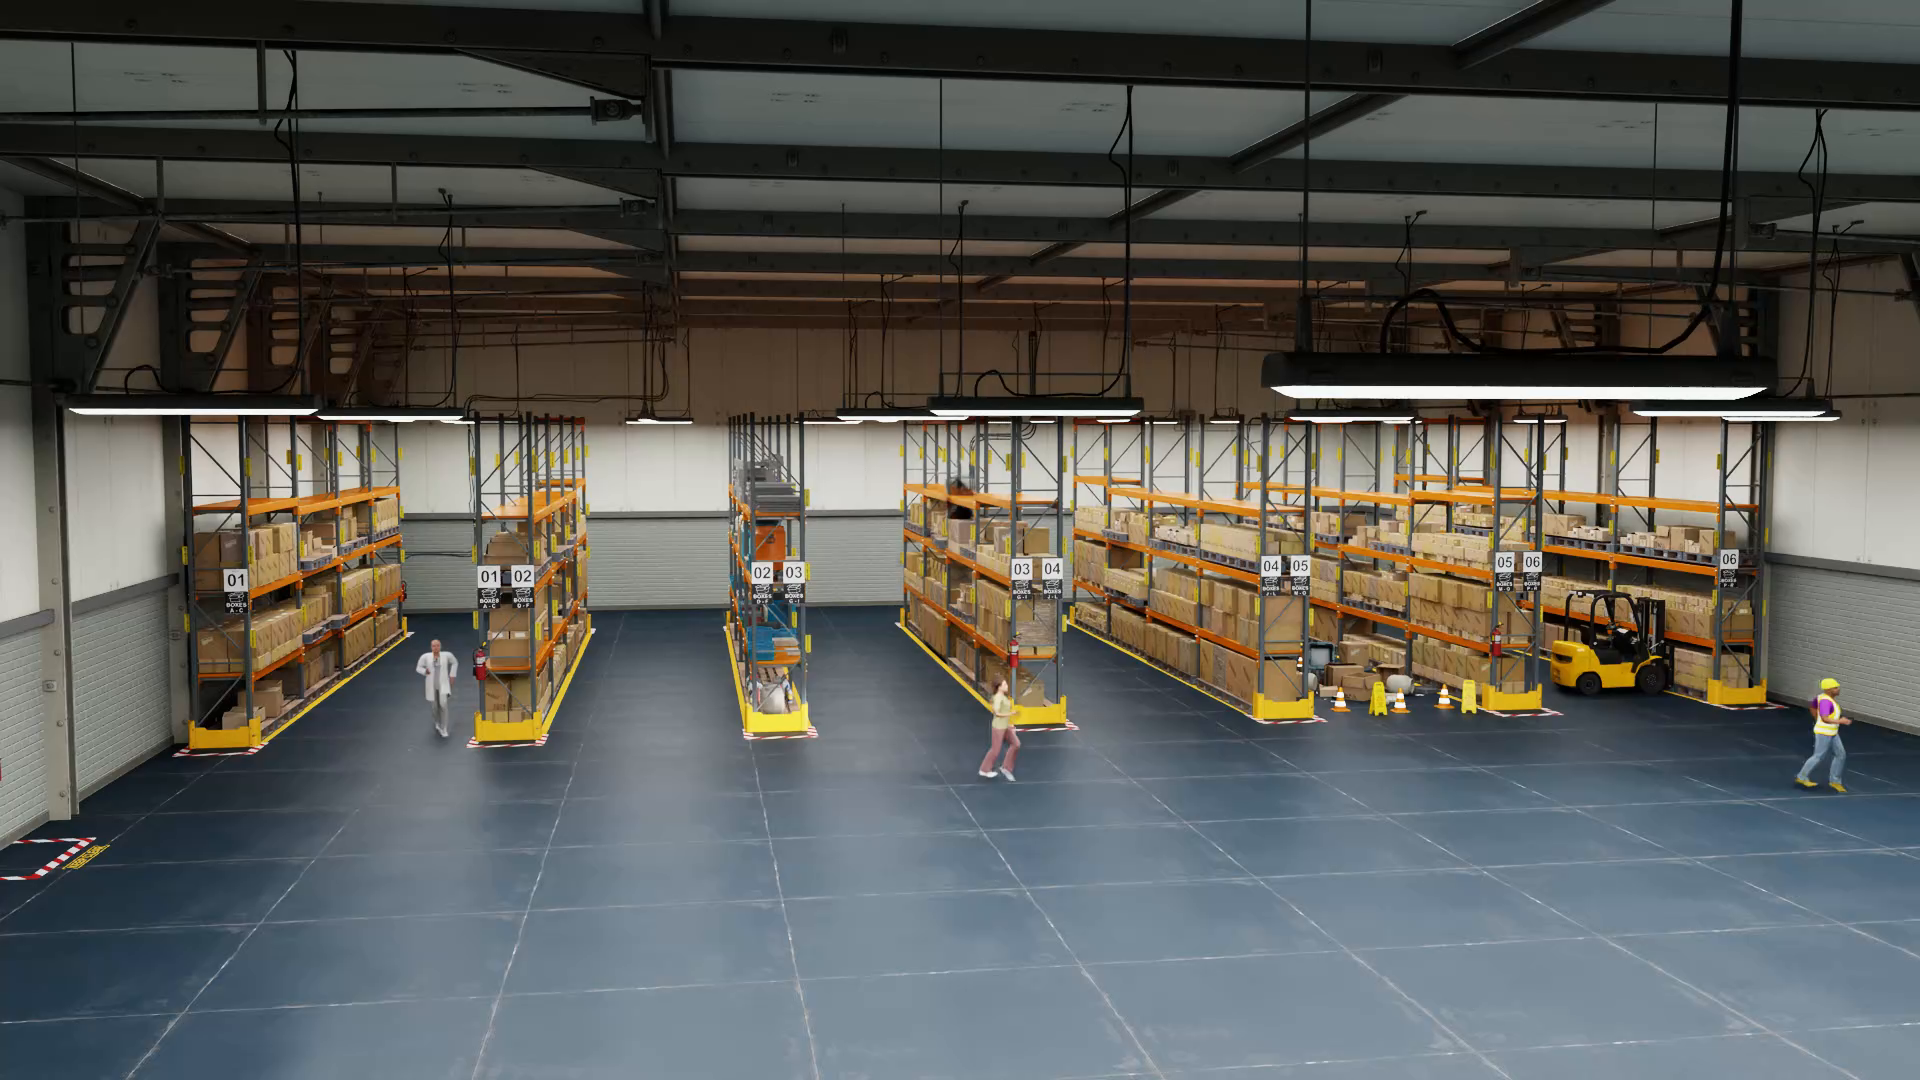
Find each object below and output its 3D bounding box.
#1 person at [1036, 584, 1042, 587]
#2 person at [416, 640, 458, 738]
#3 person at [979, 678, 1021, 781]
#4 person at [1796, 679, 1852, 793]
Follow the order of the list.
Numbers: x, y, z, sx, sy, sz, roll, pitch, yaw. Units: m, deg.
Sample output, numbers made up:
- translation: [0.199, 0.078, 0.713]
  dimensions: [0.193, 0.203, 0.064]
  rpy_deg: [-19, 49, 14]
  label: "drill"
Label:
- translation: [1.867, 1.744, 41.628]
  dimensions: [0.703, 1.765, 0.617]
  rpy_deg: [-1, 4, -15]
  label: "person"
- translation: [-9.725, 2.748, 30.935]
  dimensions: [0.719, 1.822, 0.888]
  rpy_deg: [-1, 4, -11]
  label: "person"
- translation: [0.648, 3.068, 26.892]
  dimensions: [0.711, 1.710, 0.556]
  rpy_deg: [1, 4, 17]
  label: "person"
- translation: [13.568, 3.079, 26.076]
  dimensions: [0.773, 1.826, 0.674]
  rpy_deg: [3, 5, 39]
  label: "person"
